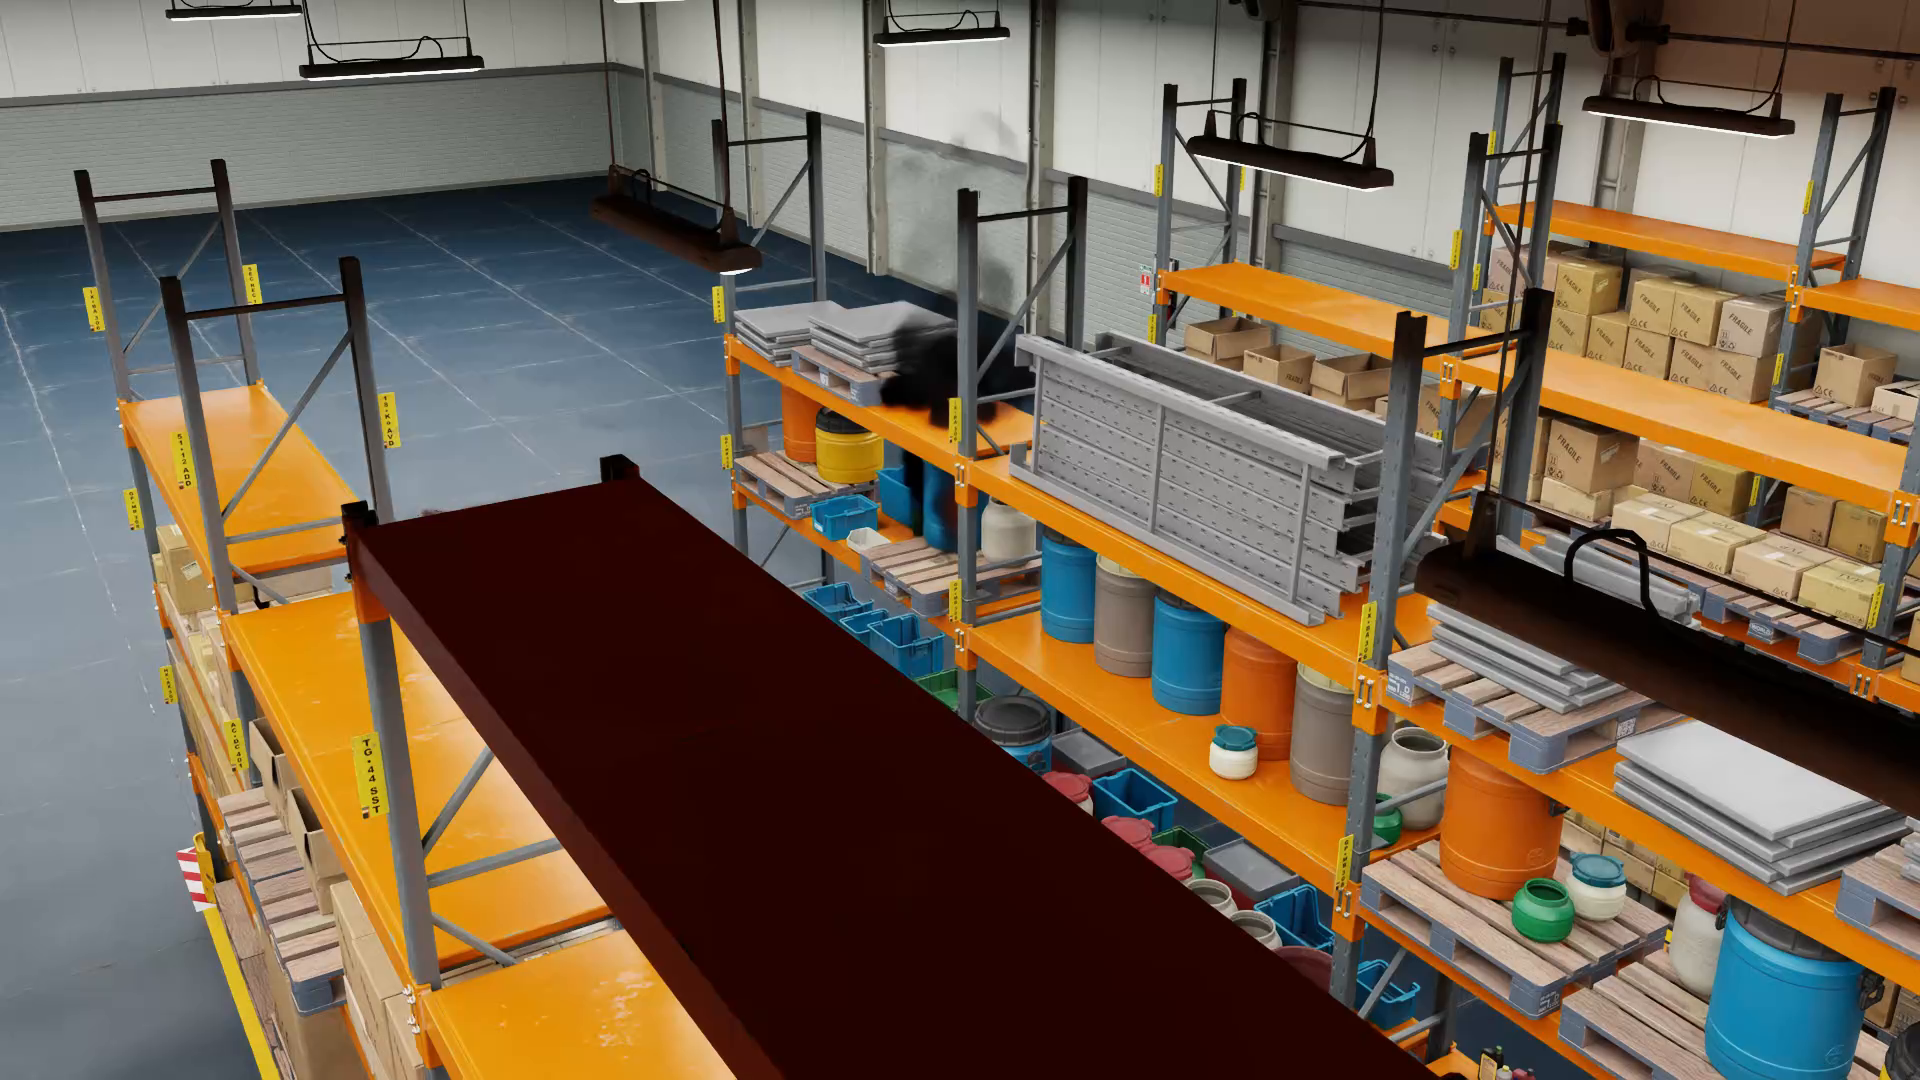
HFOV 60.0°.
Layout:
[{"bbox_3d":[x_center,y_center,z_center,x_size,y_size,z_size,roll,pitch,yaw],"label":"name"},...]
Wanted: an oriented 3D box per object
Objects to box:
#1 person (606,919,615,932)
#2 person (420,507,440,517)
[{"bbox_3d":[-2.927,2.496,12.773,0.610,1.805,0.889,-14,26,-31],"label":"person"},{"bbox_3d":[-5.808,0.358,18.379,0.502,1.556,0.604,1,22,2],"label":"person"}]
